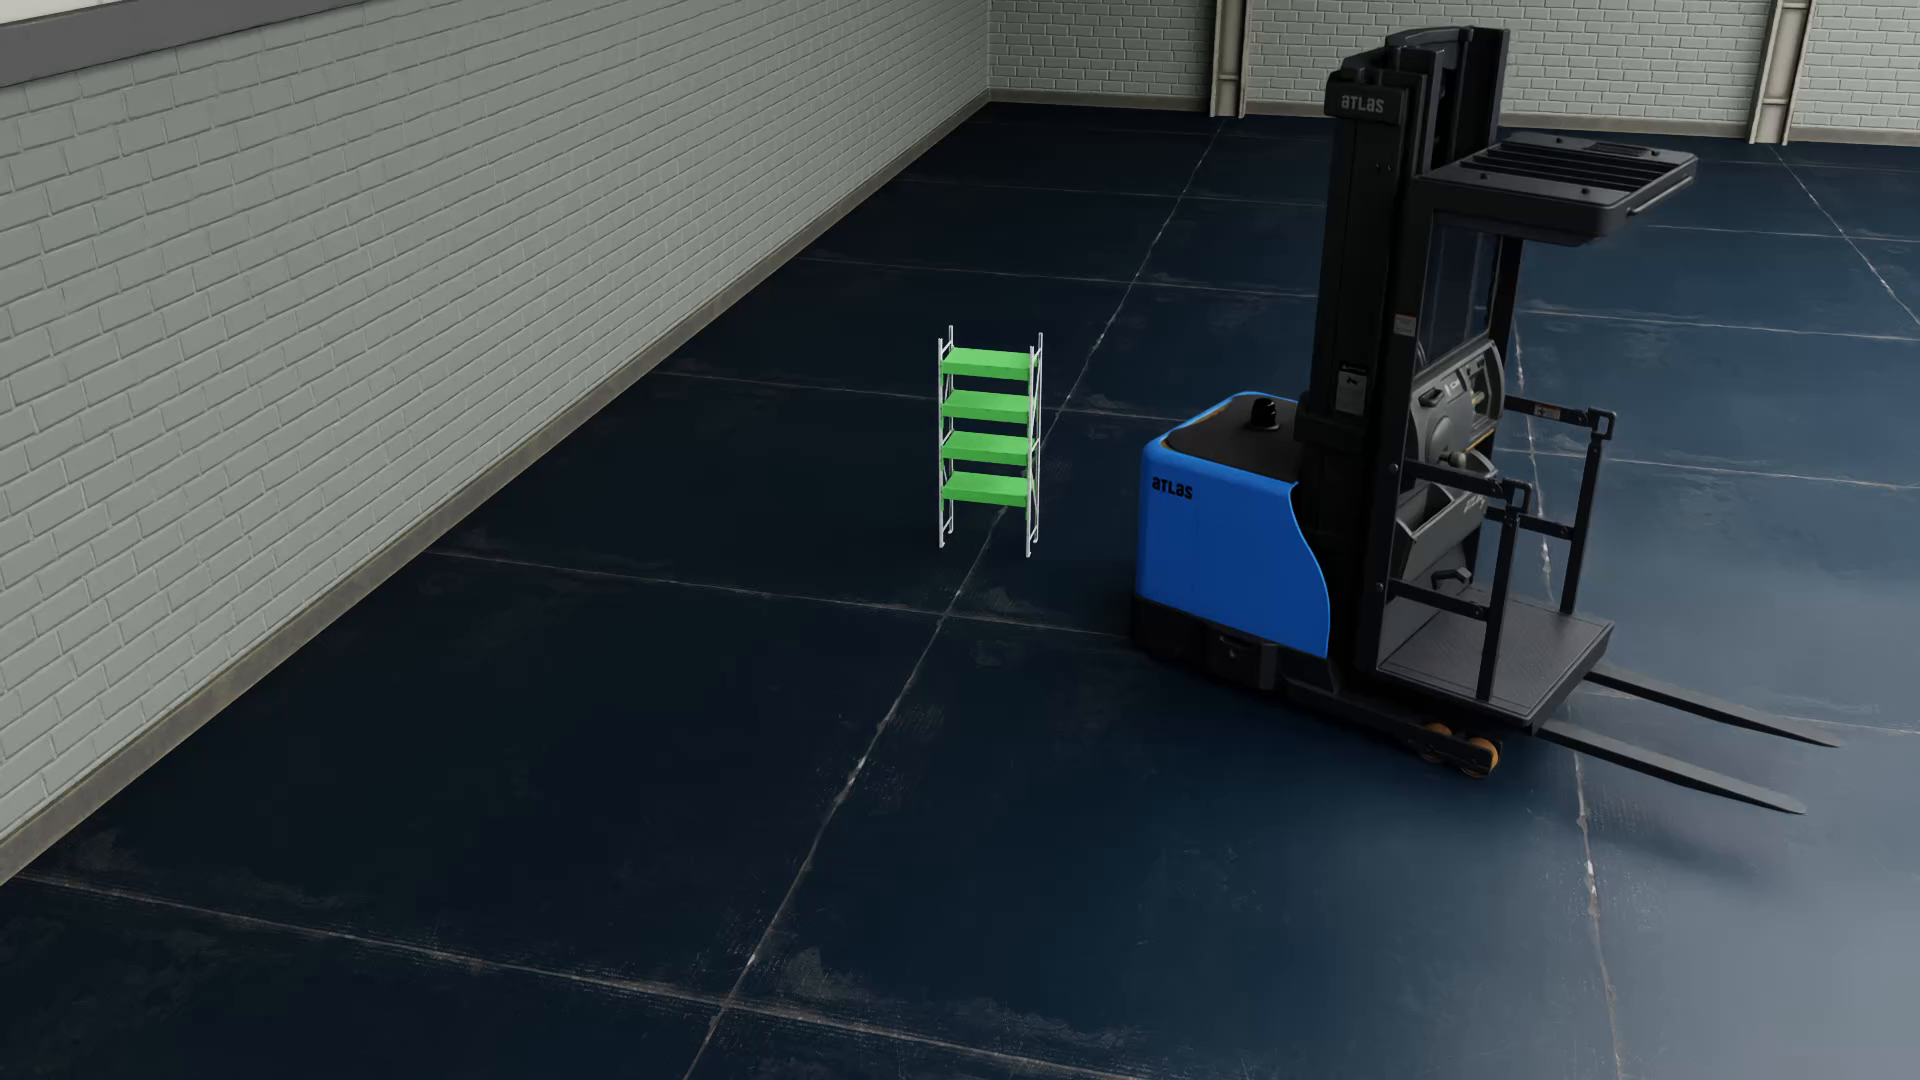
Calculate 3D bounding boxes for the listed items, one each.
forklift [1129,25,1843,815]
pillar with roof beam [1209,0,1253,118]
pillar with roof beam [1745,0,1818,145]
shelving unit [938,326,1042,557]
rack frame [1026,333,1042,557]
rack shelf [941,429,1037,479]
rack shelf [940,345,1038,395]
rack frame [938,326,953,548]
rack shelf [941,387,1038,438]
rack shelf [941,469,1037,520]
[{"bbox_3d":[2.300,-0.566,7.029,3.031,2.935,1.130,19,31,34],"label":"forklift"},{"bbox_3d":[2.140,-7.379,14.280,0.400,9.000,9.100,6,26,13],"label":"pillar with roof beam"},{"bbox_3d":[7.950,-6.736,12.931,0.400,9.000,9.100,6,26,13],"label":"pillar with roof beam"},{"bbox_3d":[0.160,-0.524,8.955,0.503,1.200,0.258,6,26,13],"label":"shelving unit"},{"bbox_3d":[0.397,-0.498,8.900,0.015,1.200,0.240,6,26,13],"label":"rack frame"},{"bbox_3d":[0.160,-0.466,8.982,0.480,0.148,0.258,6,26,13],"label":"rack shelf"},{"bbox_3d":[0.160,-0.900,8.776,0.480,0.148,0.258,6,26,13],"label":"rack shelf"},{"bbox_3d":[-0.076,-0.550,9.010,0.015,1.200,0.240,6,26,13],"label":"rack frame"},{"bbox_3d":[0.160,-0.683,8.879,0.480,0.148,0.258,6,26,13],"label":"rack shelf"},{"bbox_3d":[0.160,-0.250,9.085,0.480,0.148,0.258,6,26,13],"label":"rack shelf"}]
